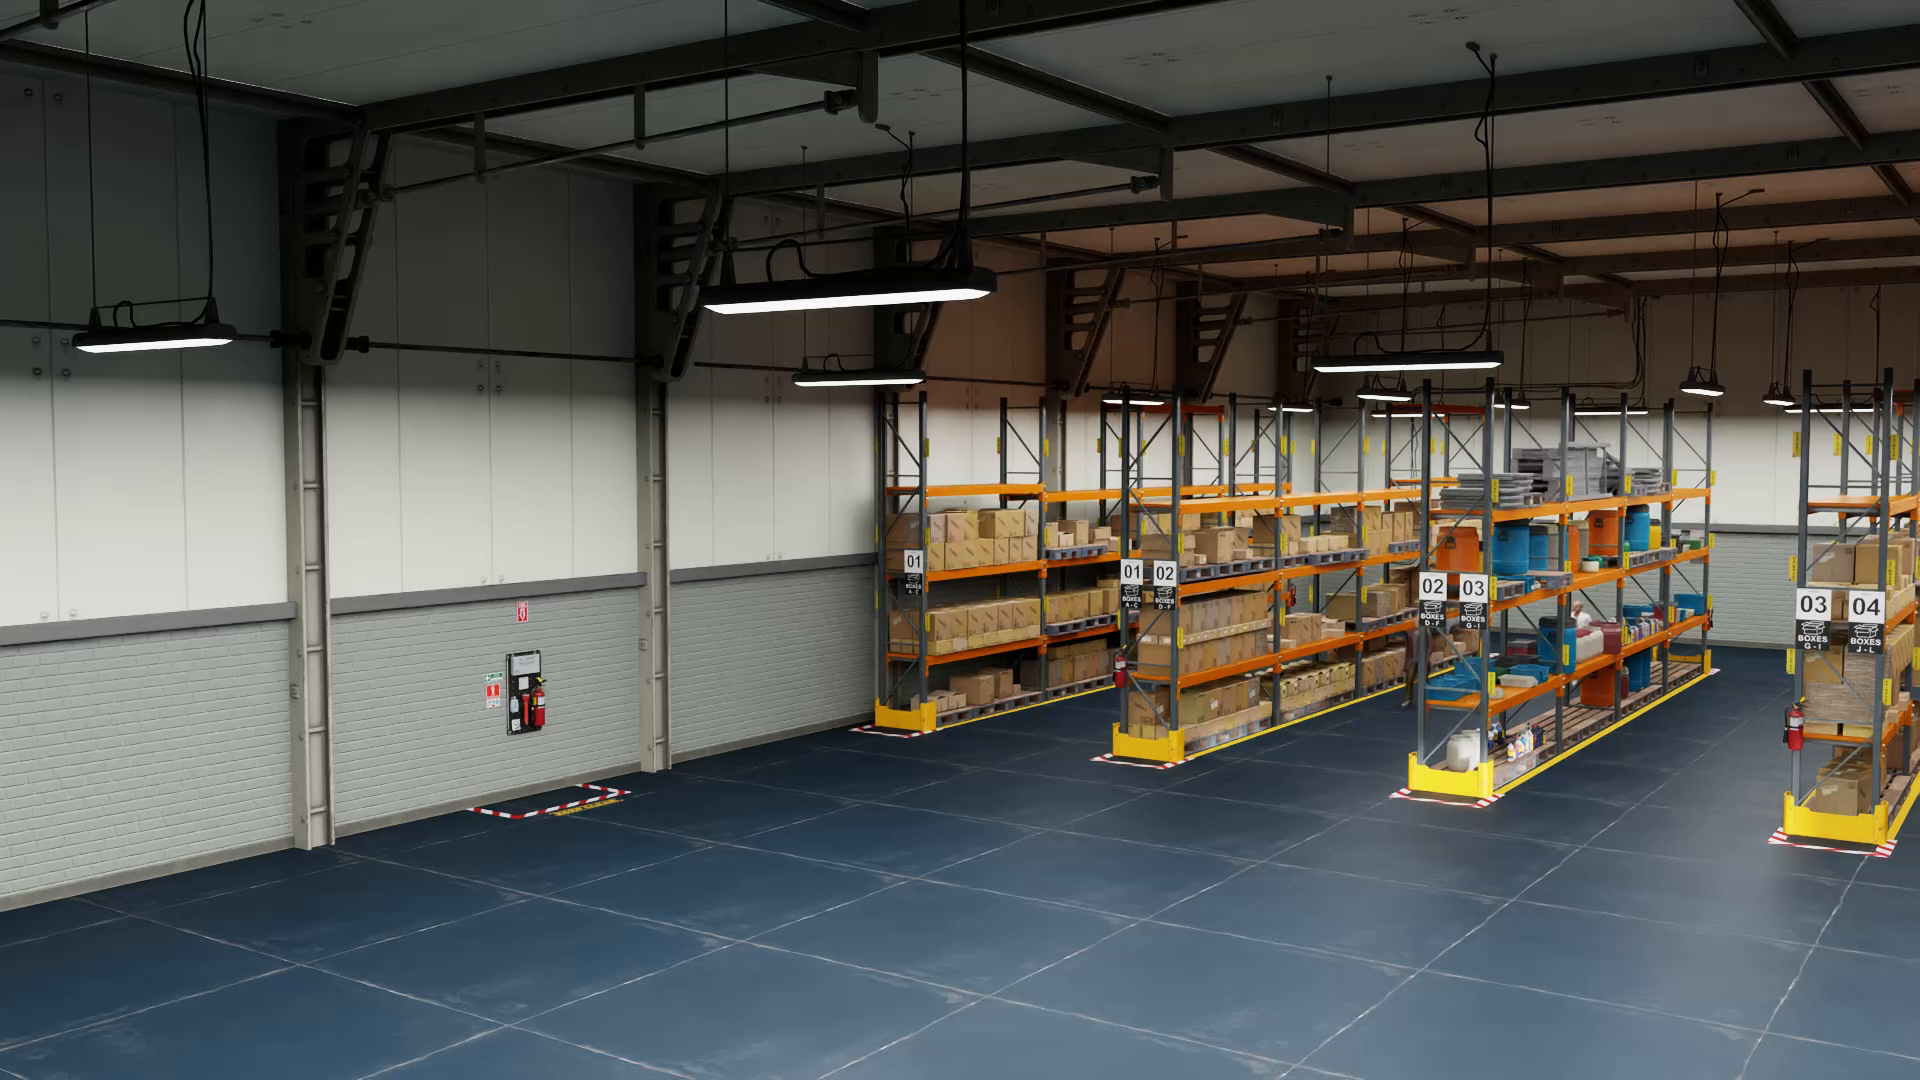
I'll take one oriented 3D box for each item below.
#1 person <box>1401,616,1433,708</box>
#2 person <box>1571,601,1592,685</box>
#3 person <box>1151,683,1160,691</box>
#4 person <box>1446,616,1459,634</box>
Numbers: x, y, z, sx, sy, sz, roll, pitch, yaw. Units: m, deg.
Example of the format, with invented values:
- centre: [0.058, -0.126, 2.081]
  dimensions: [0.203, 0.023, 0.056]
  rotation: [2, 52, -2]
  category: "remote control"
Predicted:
- centre: [8.847, 2.331, 32.104]
  dimensions: [0.565, 1.728, 1.096]
  rotation: [2, 4, 26]
  category: "person"
- centre: [13.077, 2.158, 35.232]
  dimensions: [0.663, 1.728, 1.101]
  rotation: [3, 4, 44]
  category: "person"
- centre: [3.783, 2.408, 31.076]
  dimensions: [0.603, 1.707, 1.085]
  rotation: [2, 4, 35]
  category: "person"
- centre: [12.907, 1.719, 43.055]
  dimensions: [0.577, 1.766, 0.619]
  rotation: [-3, 4, -38]
  category: "person"
